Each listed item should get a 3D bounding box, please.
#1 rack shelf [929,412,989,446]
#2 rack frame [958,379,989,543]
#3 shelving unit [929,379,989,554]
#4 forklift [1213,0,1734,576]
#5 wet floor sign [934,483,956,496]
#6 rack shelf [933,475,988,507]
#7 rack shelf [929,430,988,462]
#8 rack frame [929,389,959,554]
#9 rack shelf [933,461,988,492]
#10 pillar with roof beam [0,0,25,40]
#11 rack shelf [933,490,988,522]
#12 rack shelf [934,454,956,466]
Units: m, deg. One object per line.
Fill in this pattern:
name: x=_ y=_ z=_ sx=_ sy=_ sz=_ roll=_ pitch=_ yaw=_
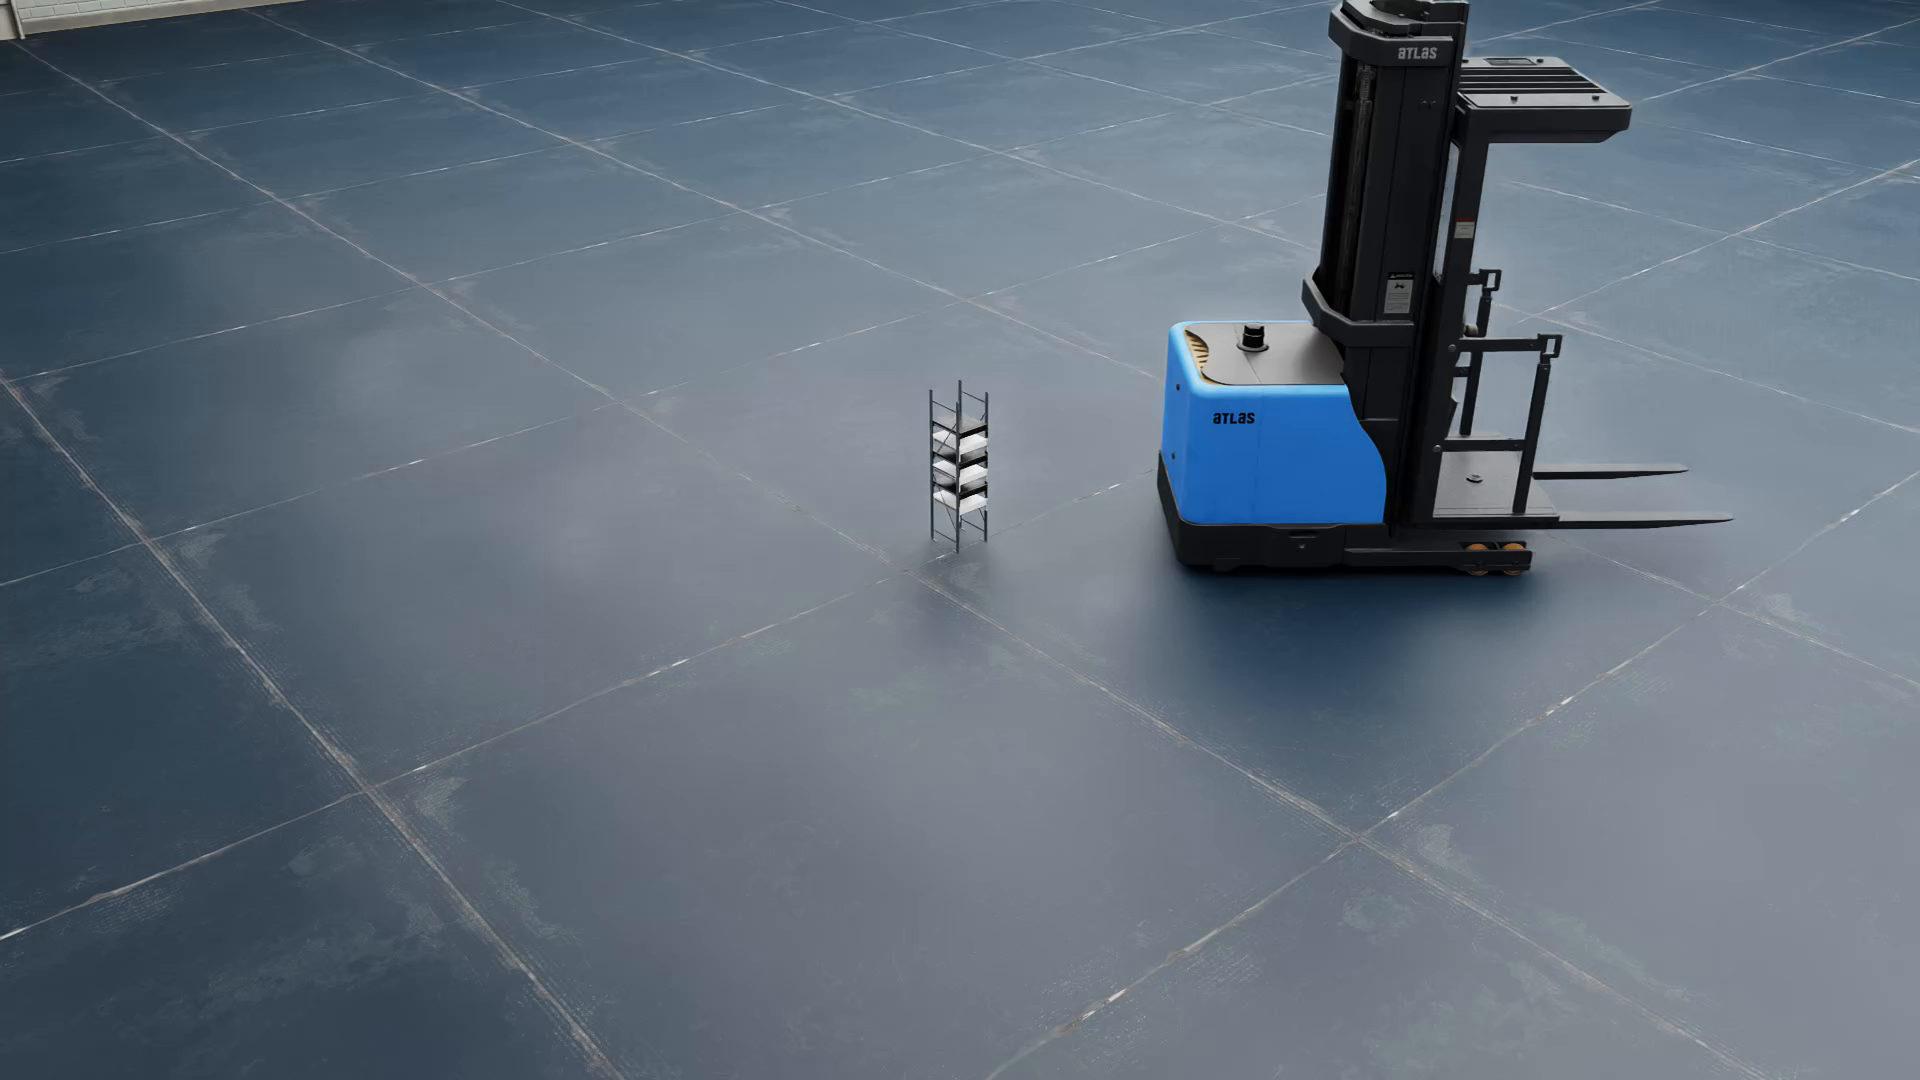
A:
rack shelf: x=-0.006 y=-0.603 z=8.922 sx=0.200 sy=0.077 sz=0.258 roll=-22 pitch=35 yaw=-35
rack frame: x=0.071 y=-0.426 z=9.091 sx=0.006 sy=0.900 sz=0.240 roll=-22 pitch=35 yaw=-35
shelving unit: x=-0.006 y=-0.394 z=9.033 sx=0.210 sy=0.900 sz=0.258 roll=-22 pitch=35 yaw=-35
forklift: x=2.717 y=-1.325 z=8.687 sx=2.937 sy=2.867 sz=1.118 roll=-1 pitch=28 yaw=-1
wet floor sign: x=-5.787 y=-1.460 z=11.297 sx=9.326 sy=0.644 sz=8.976 roll=-10 pitch=30 yaw=-18
rack shelf: x=-0.006 y=-0.286 z=9.091 sx=0.200 sy=0.077 sz=0.258 roll=-22 pitch=35 yaw=-35
rack shelf: x=-0.006 y=-0.524 z=8.964 sx=0.200 sy=0.077 sz=0.258 roll=-22 pitch=35 yaw=-35
rack frame: x=-0.084 y=-0.363 z=8.975 sx=0.006 sy=0.900 sz=0.240 roll=-22 pitch=35 yaw=-35
rack shelf: x=-0.006 y=-0.365 z=9.049 sx=0.200 sy=0.077 sz=0.258 roll=-22 pitch=35 yaw=-35
pillar with roof beam: x=-9.389 y=-8.824 z=16.214 sx=0.400 sy=9.000 sz=9.100 roll=-22 pitch=35 yaw=-35
rack shelf: x=-0.006 y=-0.206 z=9.134 sx=0.200 sy=0.077 sz=0.258 roll=-22 pitch=35 yaw=-35
rack shelf: x=-0.006 y=-0.458 z=9.000 sx=0.184 sy=0.015 sz=0.199 roll=-22 pitch=35 yaw=-35
